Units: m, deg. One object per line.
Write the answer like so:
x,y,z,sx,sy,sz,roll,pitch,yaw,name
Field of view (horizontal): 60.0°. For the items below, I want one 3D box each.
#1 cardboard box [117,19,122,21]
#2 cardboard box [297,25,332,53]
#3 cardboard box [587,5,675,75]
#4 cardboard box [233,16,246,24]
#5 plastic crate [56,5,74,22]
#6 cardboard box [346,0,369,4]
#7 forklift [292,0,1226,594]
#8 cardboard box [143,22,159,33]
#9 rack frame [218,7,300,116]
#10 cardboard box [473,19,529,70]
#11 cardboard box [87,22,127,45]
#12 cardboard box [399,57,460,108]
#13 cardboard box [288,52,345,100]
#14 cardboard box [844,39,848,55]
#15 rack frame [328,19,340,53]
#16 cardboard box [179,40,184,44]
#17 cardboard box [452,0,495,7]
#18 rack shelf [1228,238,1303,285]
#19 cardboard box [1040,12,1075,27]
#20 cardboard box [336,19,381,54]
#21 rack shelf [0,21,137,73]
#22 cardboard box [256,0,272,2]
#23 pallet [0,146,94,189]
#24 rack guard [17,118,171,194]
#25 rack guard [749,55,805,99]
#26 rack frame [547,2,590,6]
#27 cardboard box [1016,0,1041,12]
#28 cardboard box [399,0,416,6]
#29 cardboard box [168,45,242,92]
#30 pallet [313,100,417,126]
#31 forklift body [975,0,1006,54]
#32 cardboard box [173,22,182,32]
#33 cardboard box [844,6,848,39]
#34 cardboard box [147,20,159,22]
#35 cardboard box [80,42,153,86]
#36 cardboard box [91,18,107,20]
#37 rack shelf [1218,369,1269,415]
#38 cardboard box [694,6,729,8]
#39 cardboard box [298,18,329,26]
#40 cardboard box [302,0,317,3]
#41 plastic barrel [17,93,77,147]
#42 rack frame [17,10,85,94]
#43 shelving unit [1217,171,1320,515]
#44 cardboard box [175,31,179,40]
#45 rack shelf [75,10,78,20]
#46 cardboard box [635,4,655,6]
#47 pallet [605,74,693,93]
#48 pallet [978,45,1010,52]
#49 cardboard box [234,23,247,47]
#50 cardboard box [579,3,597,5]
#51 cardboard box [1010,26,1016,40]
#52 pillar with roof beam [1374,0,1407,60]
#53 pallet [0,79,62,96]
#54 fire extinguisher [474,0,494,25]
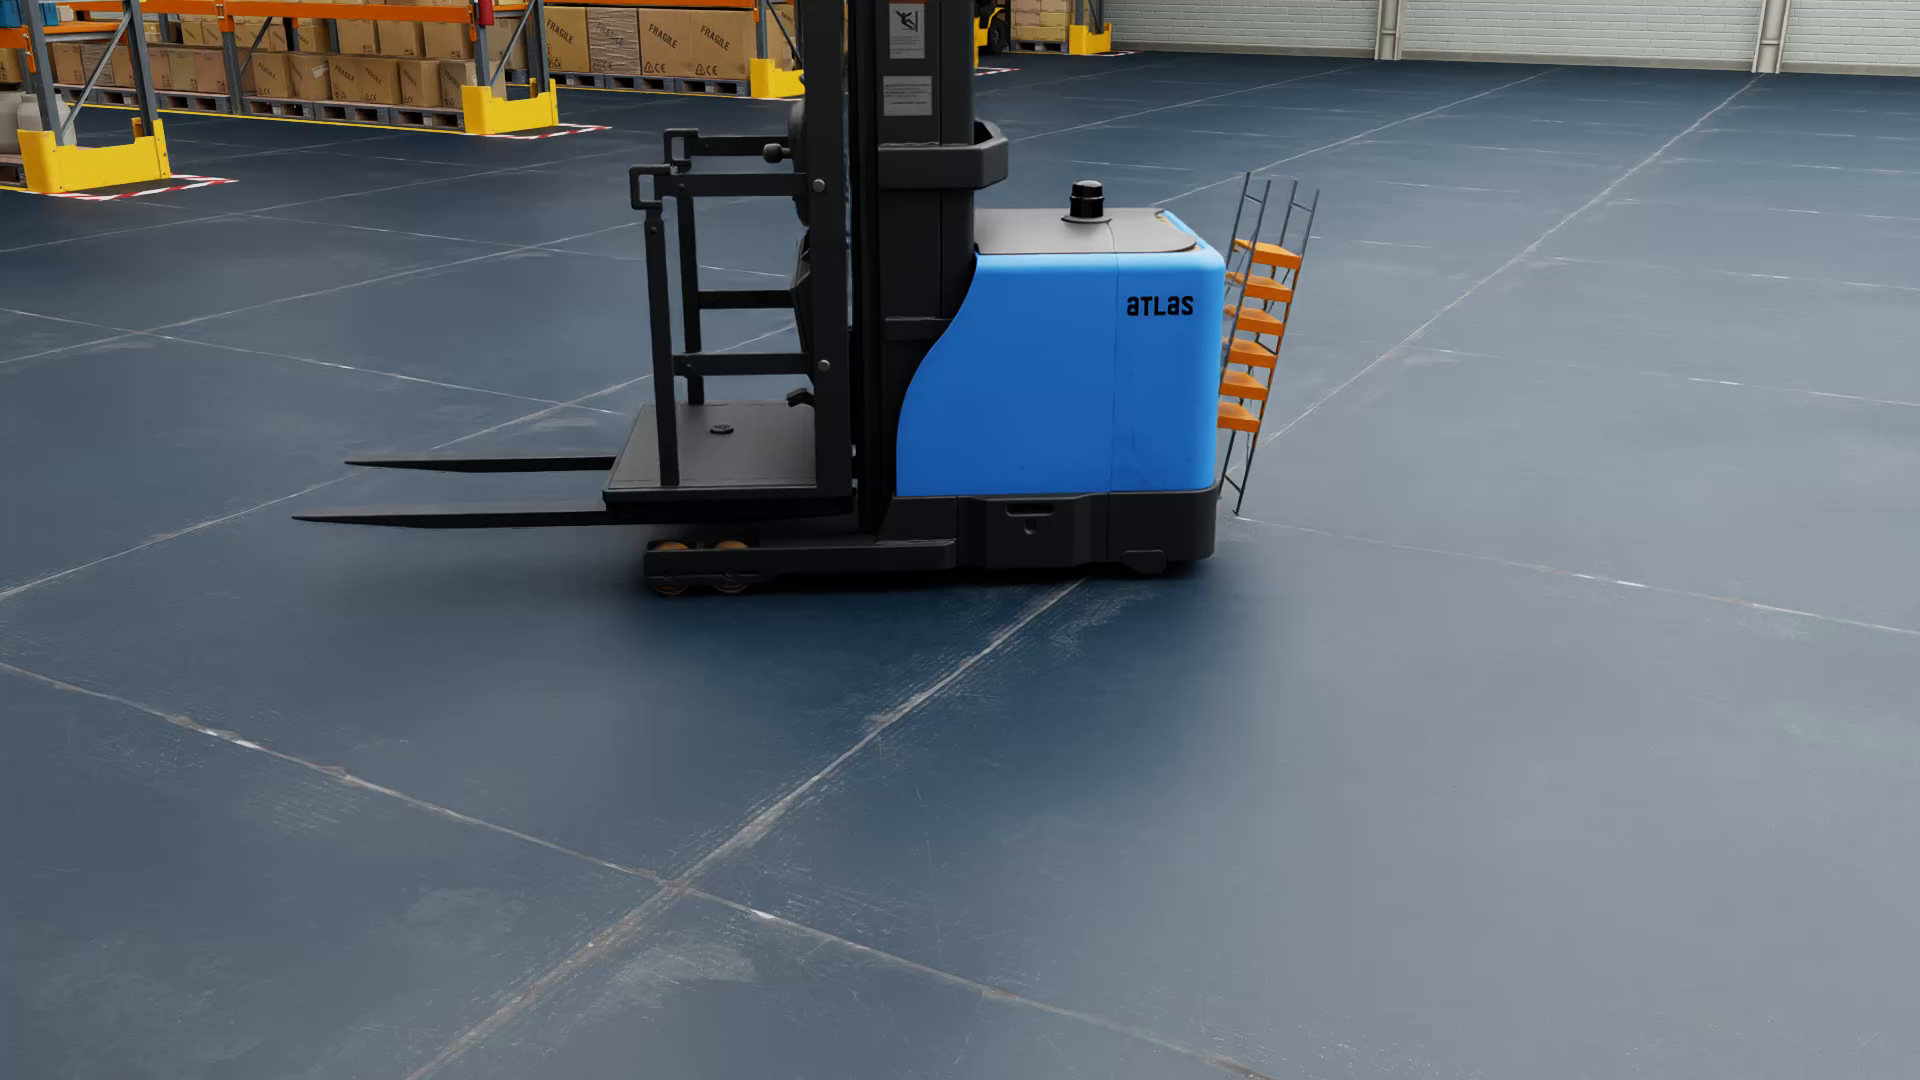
-14.405,-8.930,28.777,0.250,0.149,0.380,11,23,28,cardboard box
-10.063,-7.795,26.006,0.500,0.500,0.500,11,23,27,cardboard box
-4.565,-7.001,23.266,0.875,0.875,0.875,11,23,28,cardboard box
-11.428,-8.406,26.590,0.500,0.250,0.500,12,23,29,cardboard box
-7.924,-4.597,14.527,0.250,0.136,0.298,11,23,27,plastic crate
-6.594,-6.037,18.478,0.250,0.149,0.380,11,23,27,cardboard box
-0.689,-1.389,5.395,3.031,2.935,1.130,-1,20,-3,forklift
-13.533,-8.556,27.746,0.250,0.149,0.380,11,23,28,cardboard box
-8.376,-6.616,19.707,0.127,3.000,1.000,11,23,27,rack frame
-6.455,-7.293,24.254,0.750,0.750,1.050,11,23,27,cardboard box
-10.800,-6.478,21.246,0.500,0.250,0.500,14,24,33,cardboard box
-5.960,-5.172,18.773,0.500,0.500,0.500,18,27,41,cardboard box
-7.543,-5.467,19.589,0.500,0.500,0.500,-17,26,-39,cardboard box
-1.796,-8.035,27.032,0.500,0.250,0.500,10,22,25,cardboard box
-9.361,-8.741,25.565,0.127,3.000,1.000,11,23,27,rack frame
-13.014,-8.420,28.244,0.250,0.149,0.380,10,22,25,cardboard box
-5.233,-5.819,17.877,0.250,0.149,0.380,11,23,27,cardboard box
1.082,-0.998,5.926,0.180,0.103,0.258,7,18,-12,rack shelf
1.789,-9.508,30.360,0.500,0.250,0.500,10,22,27,cardboard box
-8.873,-7.753,25.524,0.750,0.750,1.050,10,22,27,cardboard box
-9.045,-4.471,14.847,4.000,0.370,1.077,11,23,27,rack shelf
-7.891,-6.294,19.187,0.250,0.149,0.380,11,23,27,cardboard box
-8.095,-3.301,14.656,1.213,0.211,1.003,11,23,27,pallet
-7.389,-3.300,14.230,0.348,0.500,1.175,11,23,27,rack guard
-2.356,-6.232,22.312,0.348,0.500,1.175,11,23,27,rack guard
-7.035,-10.232,29.673,0.127,3.000,1.000,11,23,27,rack frame
1.364,-9.822,30.492,0.500,0.250,0.500,11,23,28,cardboard box
-5.905,-5.933,18.192,0.250,0.149,0.380,11,23,27,cardboard box
-9.309,-5.842,20.591,0.500,0.500,0.700,11,22,27,cardboard box
-6.703,-5.002,19.345,1.213,0.211,1.003,11,23,27,pallet
-0.179,-9.753,29.598,1.214,2.155,2.313,11,23,27,forklift body
-13.053,-8.663,28.039,0.250,0.149,0.380,12,23,29,cardboard box
-1.772,-8.386,26.902,0.500,0.500,0.500,10,22,26,cardboard box
-13.748,-8.790,28.391,0.250,0.149,0.380,10,22,26,cardboard box
-10.783,-6.120,21.357,0.500,0.500,0.700,9,22,23,cardboard box
-15.085,-9.070,29.163,0.250,0.149,0.380,10,22,25,cardboard box
0.993,-0.550,6.073,0.180,0.103,0.258,7,18,-12,rack shelf
-5.092,-10.739,34.121,0.500,0.500,0.500,12,23,29,cardboard box
-10.086,-8.152,25.890,0.500,0.250,0.500,10,22,26,cardboard box
-7.232,-6.173,18.851,0.250,0.149,0.380,11,23,27,cardboard box
-7.911,-3.591,14.399,0.421,0.512,0.421,0,20,0,plastic barrel
-11.868,-7.282,21.540,0.127,3.000,1.000,11,23,27,rack frame
1.024,-0.703,6.023,0.189,1.200,0.258,7,18,-12,shelving unit
-13.278,-8.575,28.233,0.250,0.149,0.380,11,23,28,cardboard box
-13.614,-7.276,22.580,4.000,0.370,1.077,11,23,27,rack shelf
-6.444,-10.992,34.819,0.500,0.500,0.500,10,22,25,cardboard box
-4.174,-6.413,23.235,1.213,0.211,1.003,11,23,27,pallet
0.617,-9.387,31.433,1.213,0.211,1.003,11,23,27,pallet
-11.411,-8.057,26.726,0.500,0.500,0.500,11,23,28,cardboard box
-7.797,-11.250,35.531,0.500,0.500,0.500,12,23,30,cardboard box
0.940,-9.440,30.907,0.500,0.250,0.500,11,23,28,cardboard box
5.337,-11.305,23.833,0.400,9.000,9.100,11,23,27,pillar with roof beam
-12.520,-6.124,22.439,1.213,0.211,1.003,11,23,27,pallet
-5.009,-5.759,17.455,0.183,0.674,0.296,11,23,27,fire extinguisher
